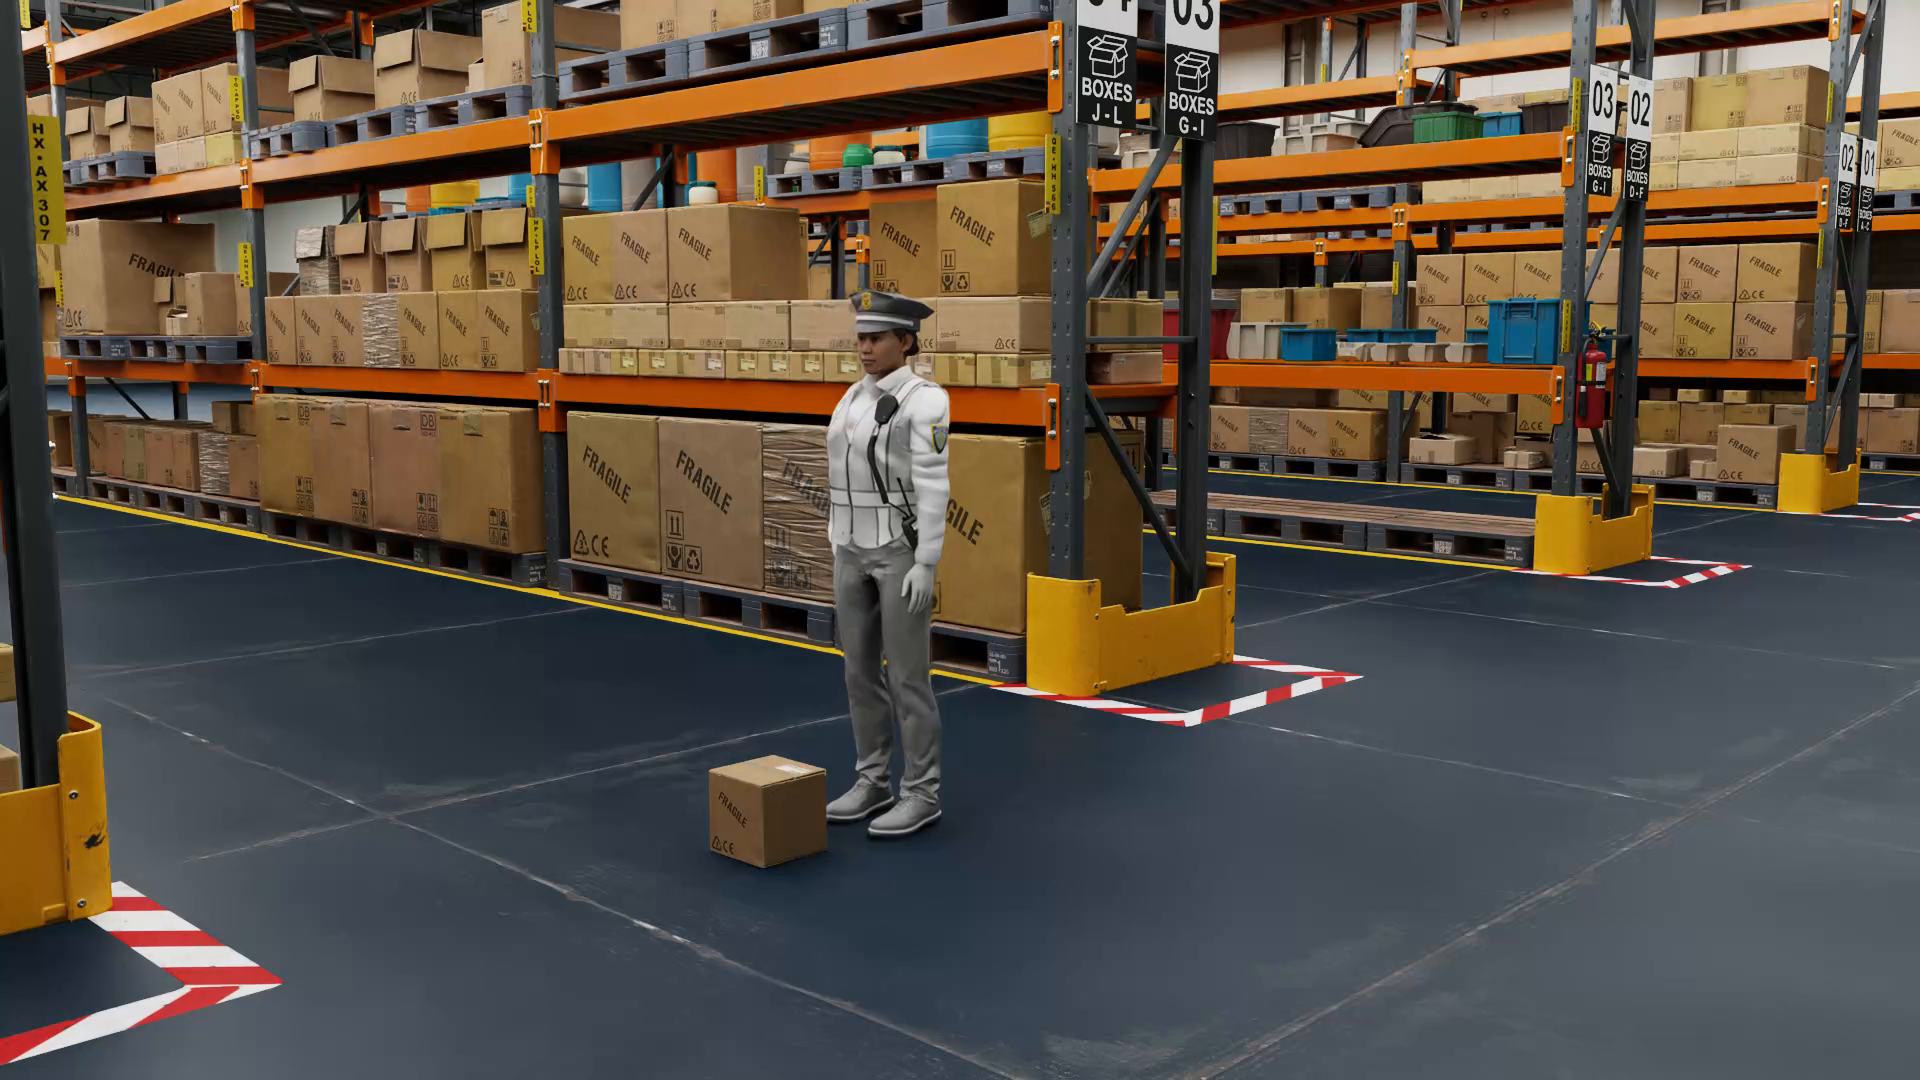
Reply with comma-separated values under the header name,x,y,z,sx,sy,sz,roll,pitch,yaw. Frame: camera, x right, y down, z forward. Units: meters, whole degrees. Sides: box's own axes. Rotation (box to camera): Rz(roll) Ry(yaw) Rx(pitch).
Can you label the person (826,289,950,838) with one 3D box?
name,x,y,z,sx,sy,sz,roll,pitch,yaw
person,-0.239,0.063,5.207,0.329,1.678,0.468,-7,10,-44
